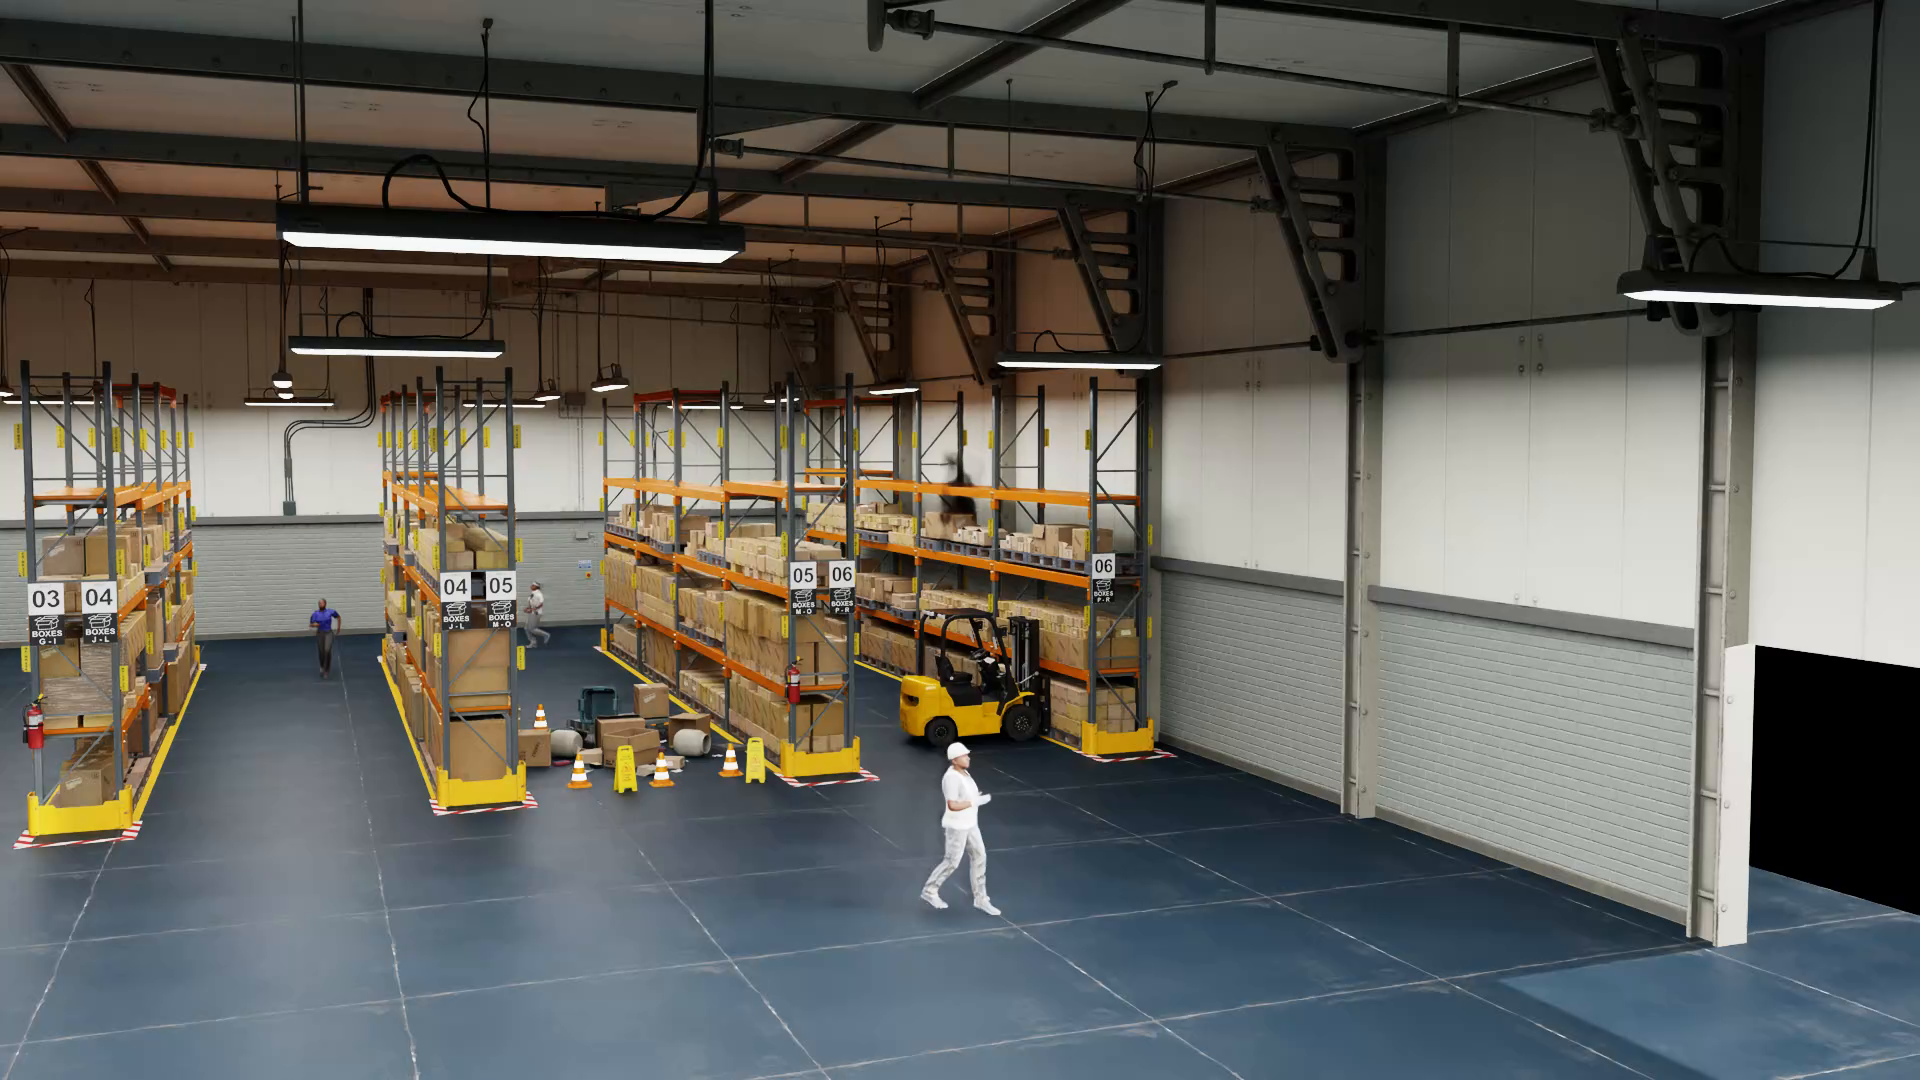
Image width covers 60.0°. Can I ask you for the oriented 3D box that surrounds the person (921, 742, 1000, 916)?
[{"bbox_3d":[-0.003,3.037,17.483,0.840,1.823,0.662,1,4,20],"label":"person"}]

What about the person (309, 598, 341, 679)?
[{"bbox_3d":[-13.405,2.077,35.128,0.586,1.692,0.892,-1,3,-10],"label":"person"}]

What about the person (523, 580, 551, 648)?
[{"bbox_3d":[-10.181,1.770,40.000,0.590,1.651,0.575,-2,4,-27],"label":"person"}]
